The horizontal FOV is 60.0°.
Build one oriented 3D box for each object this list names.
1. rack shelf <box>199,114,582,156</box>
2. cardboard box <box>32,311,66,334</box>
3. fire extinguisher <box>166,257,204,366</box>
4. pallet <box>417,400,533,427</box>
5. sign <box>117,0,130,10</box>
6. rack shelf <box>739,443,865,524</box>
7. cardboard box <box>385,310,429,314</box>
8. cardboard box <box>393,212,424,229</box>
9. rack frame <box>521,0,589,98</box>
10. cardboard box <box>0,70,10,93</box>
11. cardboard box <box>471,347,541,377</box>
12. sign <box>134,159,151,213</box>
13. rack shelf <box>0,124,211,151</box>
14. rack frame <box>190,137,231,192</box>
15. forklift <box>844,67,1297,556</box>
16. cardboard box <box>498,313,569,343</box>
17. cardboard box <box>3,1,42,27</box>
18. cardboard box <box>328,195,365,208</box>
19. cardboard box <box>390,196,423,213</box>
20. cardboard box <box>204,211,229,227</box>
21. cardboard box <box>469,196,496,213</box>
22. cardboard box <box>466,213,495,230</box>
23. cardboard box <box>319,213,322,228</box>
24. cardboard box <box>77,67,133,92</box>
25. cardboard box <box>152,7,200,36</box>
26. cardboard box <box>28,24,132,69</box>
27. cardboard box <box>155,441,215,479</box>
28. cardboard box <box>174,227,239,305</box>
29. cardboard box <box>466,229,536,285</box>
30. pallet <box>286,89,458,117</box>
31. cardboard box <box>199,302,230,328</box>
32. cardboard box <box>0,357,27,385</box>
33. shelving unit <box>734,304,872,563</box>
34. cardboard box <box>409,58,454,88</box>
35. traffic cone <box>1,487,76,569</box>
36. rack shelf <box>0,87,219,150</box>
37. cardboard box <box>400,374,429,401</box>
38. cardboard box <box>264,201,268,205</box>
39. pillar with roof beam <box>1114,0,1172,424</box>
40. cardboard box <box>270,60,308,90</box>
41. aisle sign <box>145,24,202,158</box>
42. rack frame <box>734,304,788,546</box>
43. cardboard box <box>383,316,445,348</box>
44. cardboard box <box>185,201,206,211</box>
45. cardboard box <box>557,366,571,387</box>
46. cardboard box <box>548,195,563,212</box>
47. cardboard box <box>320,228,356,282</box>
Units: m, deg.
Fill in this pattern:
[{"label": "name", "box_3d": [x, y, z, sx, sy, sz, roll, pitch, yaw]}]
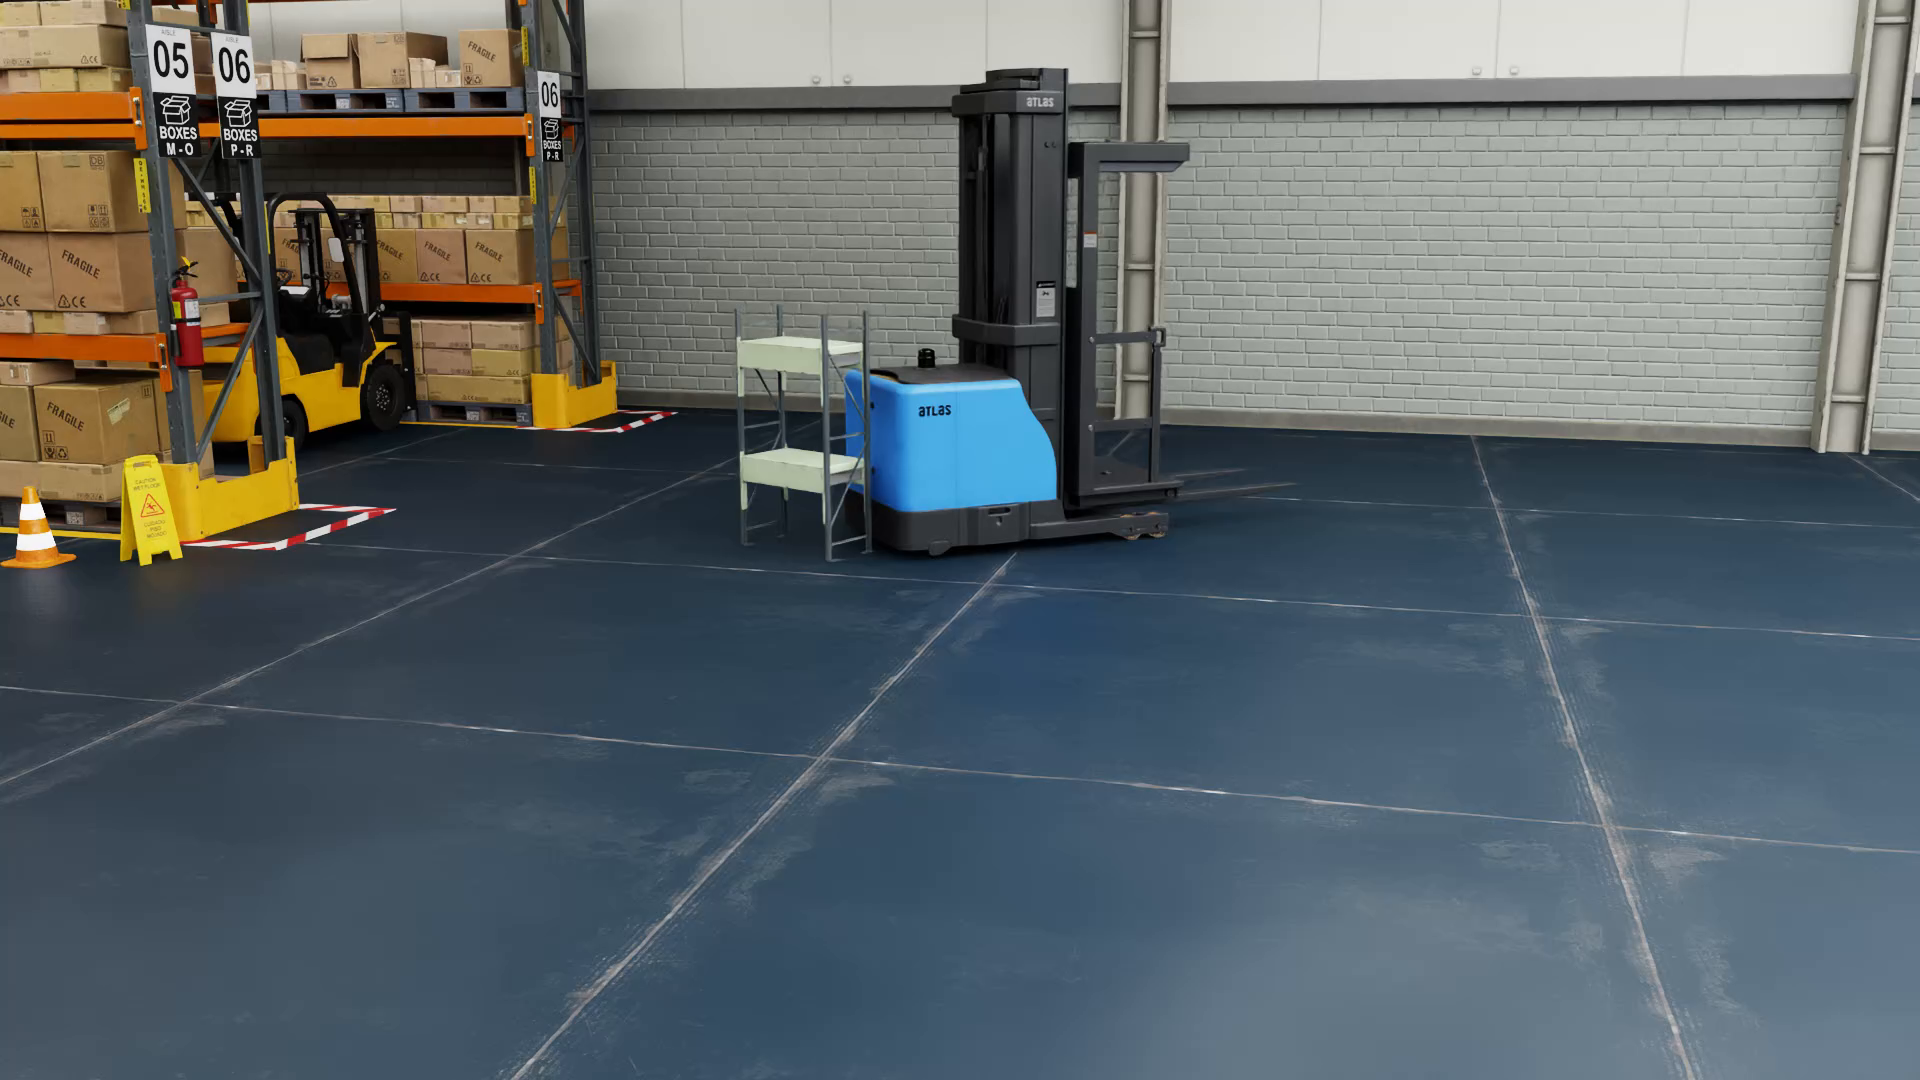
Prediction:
[{"label": "rack shelf", "box_3d": [-5.643, -3.841, 15.857, 4.000, 0.370, 1.077, 3, 13, 14]}, {"label": "cardboard box", "box_3d": [-5.817, -1.440, 10.877, 0.250, 0.149, 0.380, 3, 13, 13]}, {"label": "fire extinguisher", "box_3d": [-4.886, -1.440, 10.476, 0.183, 0.674, 0.296, 3, 13, 14]}, {"label": "pallet", "box_3d": [-4.453, -1.294, 16.078, 1.213, 0.211, 1.003, 3, 13, 14]}, {"label": "sign", "box_3d": [-5.039, -3.361, 9.989, 0.005, 0.325, 0.100, 3, 13, 14]}, {"label": "rack shelf", "box_3d": [-0.971, -0.359, 10.396, 0.720, 0.370, 0.431, 10, 16, 38]}, {"label": "cardboard box", "box_3d": [-5.587, -2.121, 16.439, 0.500, 0.250, 0.500, 3, 13, 12]}, {"label": "cardboard box", "box_3d": [-5.106, -3.001, 15.608, 0.250, 0.149, 0.380, 3, 13, 12]}, {"label": "rack frame", "box_3d": [-3.701, -5.553, 14.987, 0.127, 3.000, 1.000, 3, 13, 14]}, {"label": "cardboard box", "box_3d": [-6.029, -2.936, 10.695, 0.250, 0.149, 0.380, 3, 13, 14]}, {"label": "cardboard box", "box_3d": [-4.248, -1.690, 15.652, 0.500, 0.250, 0.500, 3, 13, 13]}, {"label": "sign", "box_3d": [-5.039, -2.184, 10.250, 0.005, 0.325, 0.100, 3, 13, 14]}, {"label": "rack shelf", "box_3d": [-9.526, -4.049, 16.793, 4.000, 0.370, 1.077, 3, 13, 14]}, {"label": "rack frame", "box_3d": [-7.584, -2.832, 16.572, 0.127, 3.000, 1.000, 3, 13, 14]}, {"label": "forklift", "box_3d": [0.803, -1.526, 10.845, 3.031, 2.935, 1.130, -6, 14, -24]}, {"label": "cardboard box", "box_3d": [-4.122, -2.040, 16.072, 0.500, 0.250, 0.500, 3, 13, 13]}, {"label": "cardboard box", "box_3d": [-5.779, -3.298, 10.485, 0.250, 0.149, 0.380, 3, 13, 13]}, {"label": "cardboard box", "box_3d": [-5.830, -3.204, 15.835, 0.250, 0.149, 0.380, 3, 13, 14]}, {"label": "cardboard box", "box_3d": [-5.110, -3.142, 15.555, 0.250, 0.149, 0.380, 3, 13, 15]}, {"label": "cardboard box", "box_3d": [-7.086, -3.112, 16.108, 0.250, 0.149, 0.380, 3, 13, 15]}, {"label": "cardboard box", "box_3d": [-4.346, -3.115, 15.435, 0.250, 0.149, 0.380, 3, 13, 14]}, {"label": "cardboard box", "box_3d": [-4.360, -2.956, 15.403, 0.250, 0.149, 0.380, 3, 13, 14]}, {"label": "cardboard box", "box_3d": [-6.102, -3.053, 15.840, 0.250, 0.149, 0.380, 3, 13, 12]}, {"label": "cardboard box", "box_3d": [-5.300, -2.882, 10.452, 0.250, 0.149, 0.380, 3, 13, 14]}, {"label": "cardboard box", "box_3d": [-5.183, -3.373, 10.823, 0.250, 0.149, 0.380, 3, 13, 13]}, {"label": "cardboard box", "box_3d": [-5.448, -3.086, 10.454, 0.500, 0.250, 0.500, 3, 13, 13]}, {"label": "cardboard box", "box_3d": [-5.603, -0.543, 11.634, 0.500, 0.250, 0.500, 3, 13, 13]}, {"label": "cardboard box", "box_3d": [-5.280, -1.857, 11.261, 0.500, 0.500, 0.500, 3, 13, 13]}, {"label": "cardboard box", "box_3d": [-4.242, -2.643, 15.492, 0.500, 0.500, 0.500, 3, 13, 12]}, {"label": "pallet", "box_3d": [-5.569, -4.150, 15.794, 1.213, 0.211, 1.003, 3, 13, 14]}, {"label": "cardboard box", "box_3d": [-5.167, -1.519, 11.234, 0.250, 0.149, 0.380, 3, 13, 14]}, {"label": "cardboard box", "box_3d": [-6.343, -1.131, 11.056, 0.250, 0.149, 0.380, 3, 13, 14]}, {"label": "shelving unit", "box_3d": [-0.971, -0.678, 10.326, 0.755, 1.500, 0.431, 10, 16, 38]}, {"label": "cardboard box", "box_3d": [-4.824, -4.269, 15.235, 0.258, 0.266, 0.396, 3, 13, 14]}, {"label": "traffic cone", "box_3d": [-5.613, -0.093, 10.084, 0.334, 0.463, 0.336, 3, 13, 14]}, {"label": "rack shelf", "box_3d": [-6.828, -2.797, 11.152, 4.000, 0.370, 1.077, 3, 13, 14]}, {"label": "cardboard box", "box_3d": [-5.197, -1.500, 15.950, 0.500, 0.250, 0.500, 3, 13, 14]}, {"label": "cardboard box", "box_3d": [-6.595, -3.223, 15.919, 0.250, 0.149, 0.380, 3, 13, 15]}, {"label": "pillar with roof beam", "box_3d": [0.633, -4.562, 10.520, 0.400, 9.000, 9.100, 3, 13, 14]}, {"label": "cardboard box", "box_3d": [-6.216, -4.344, 15.570, 0.258, 0.266, 0.396, 3, 13, 12]}, {"label": "aisle sign", "box_3d": [-4.896, -2.785, 10.360, 0.004, 0.787, 0.394, 3, 13, 14]}, {"label": "rack frame", "box_3d": [-1.257, -0.727, 10.549, 0.023, 1.500, 0.400, 10, 16, 38]}, {"label": "cardboard box", "box_3d": [-5.212, -1.983, 15.815, 0.500, 0.250, 0.500, 3, 13, 14]}, {"label": "cardboard box", "box_3d": [-7.346, -3.264, 16.103, 0.250, 0.149, 0.380, 3, 13, 15]}, {"label": "cardboard box", "box_3d": [-4.131, -1.553, 16.189, 0.500, 0.250, 0.500, 3, 13, 14]}, {"label": "cardboard box", "box_3d": [-3.976, -3.197, 15.804, 0.250, 0.149, 0.380, 3, 13, 12]}, {"label": "cardboard box", "box_3d": [-5.731, -2.723, 15.849, 0.500, 0.500, 0.500, 3, 13, 14]}]
